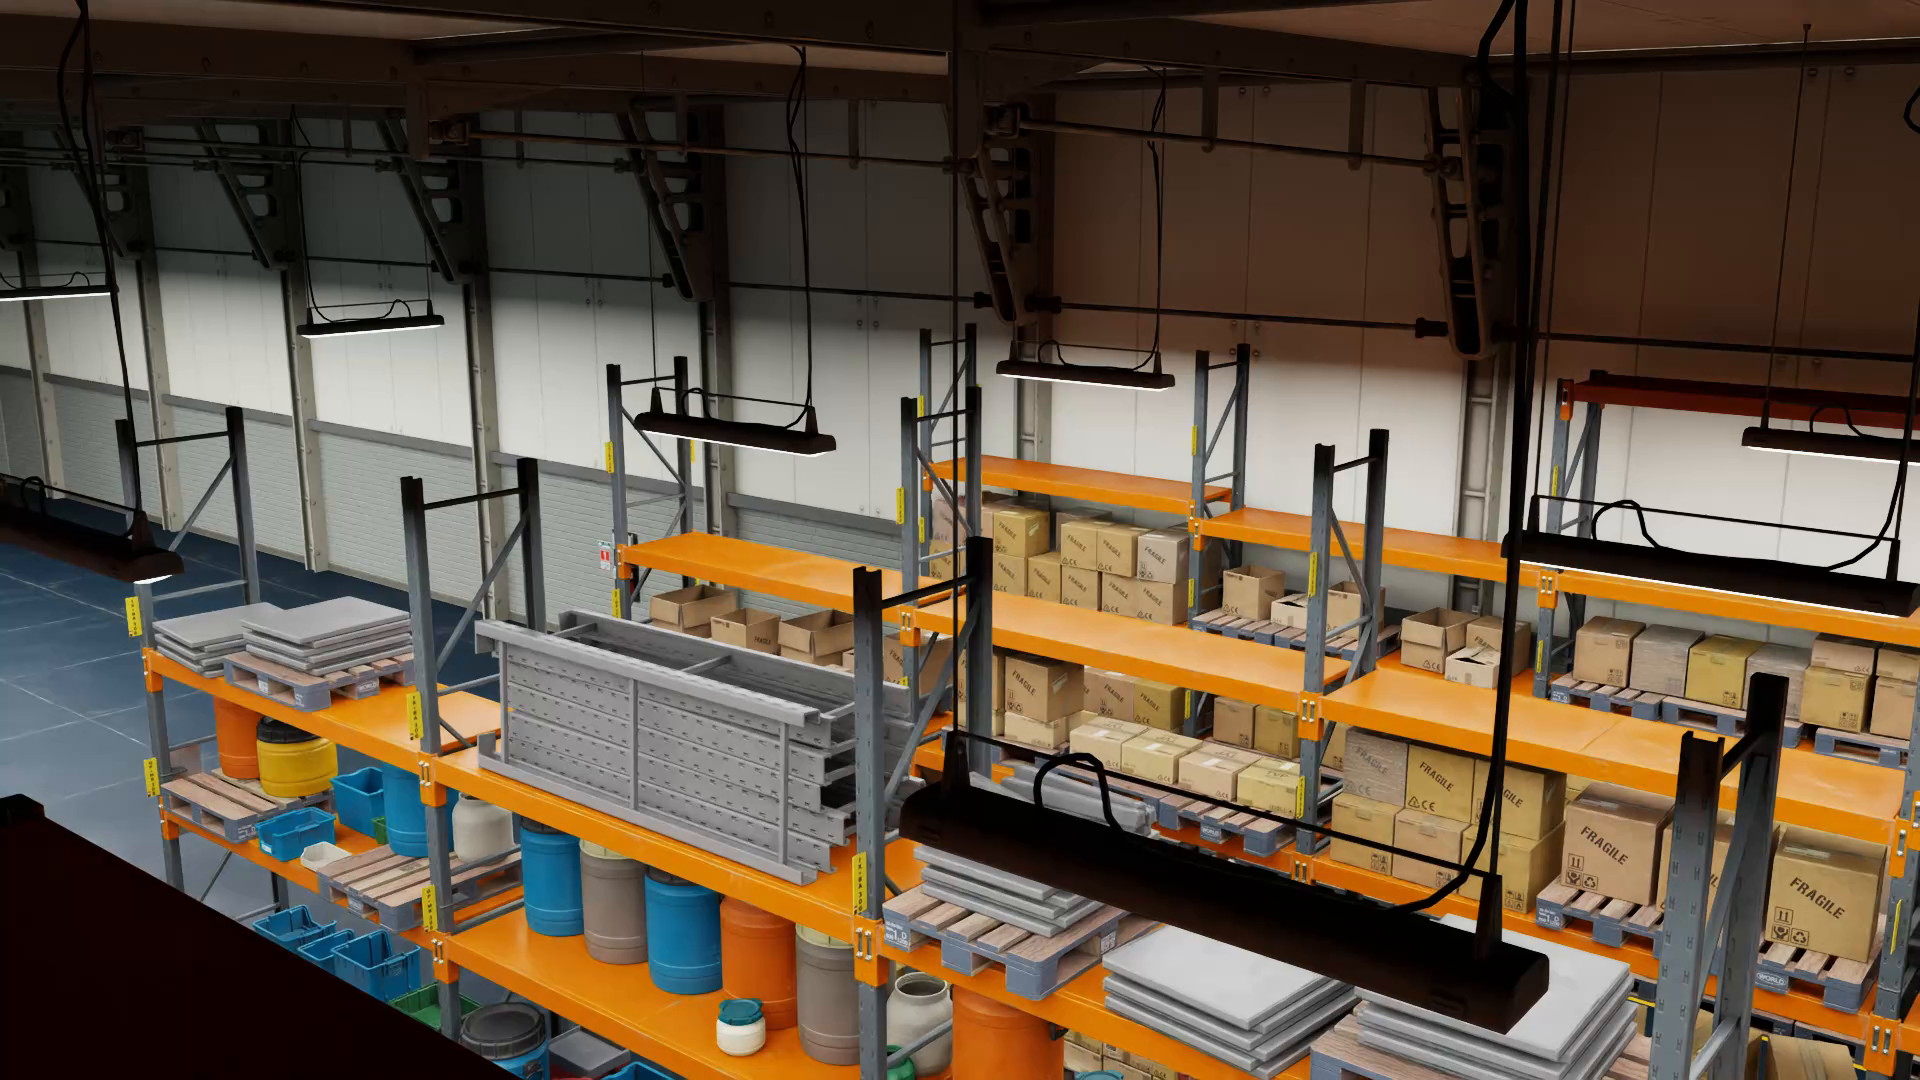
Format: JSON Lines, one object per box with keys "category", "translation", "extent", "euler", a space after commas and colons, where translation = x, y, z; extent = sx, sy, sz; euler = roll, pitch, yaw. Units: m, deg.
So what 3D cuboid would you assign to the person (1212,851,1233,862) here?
{"category": "person", "translation": [2.417, 3.649, 16.070], "extent": [0.518, 1.781, 0.593], "euler": [8, 15, 31]}
